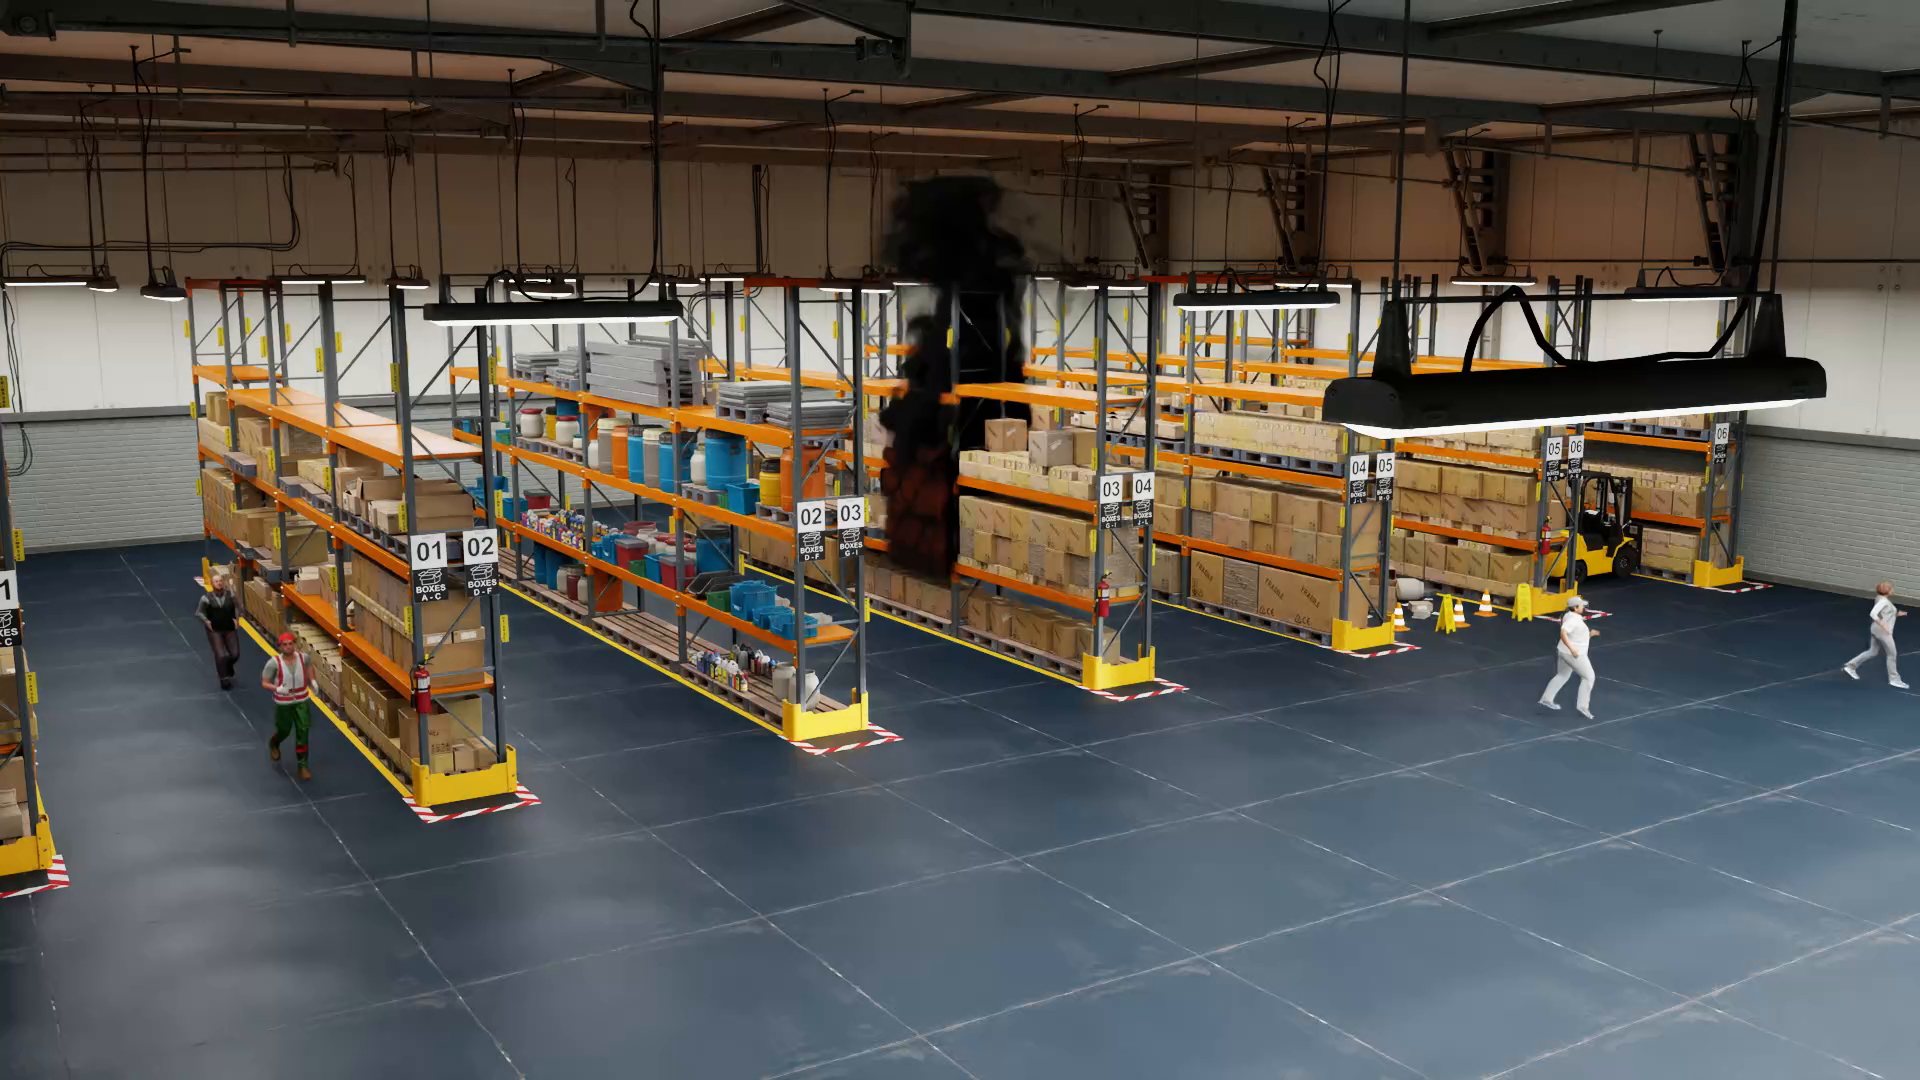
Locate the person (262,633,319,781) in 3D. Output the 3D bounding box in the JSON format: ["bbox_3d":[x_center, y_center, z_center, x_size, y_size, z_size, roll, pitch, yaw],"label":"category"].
[{"bbox_3d":[-8.316,2.013,20.661,0.669,1.791,0.992,-7,12,-35],"label":"person"}]

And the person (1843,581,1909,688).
[{"bbox_3d":[13.726,1.394,24.791,0.889,1.590,0.534,2,10,14],"label":"person"}]

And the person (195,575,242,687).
[{"bbox_3d":[-11.066,1.357,24.910,0.657,1.672,0.609,-7,12,-34],"label":"person"}]

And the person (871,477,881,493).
[{"bbox_3d":[-2.079,-1.580,42.123,0.682,1.773,1.007,8,12,40],"label":"person"}]

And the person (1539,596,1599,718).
[{"bbox_3d":[8.560,1.641,23.293,0.759,1.732,0.582,0,10,1],"label":"person"}]
